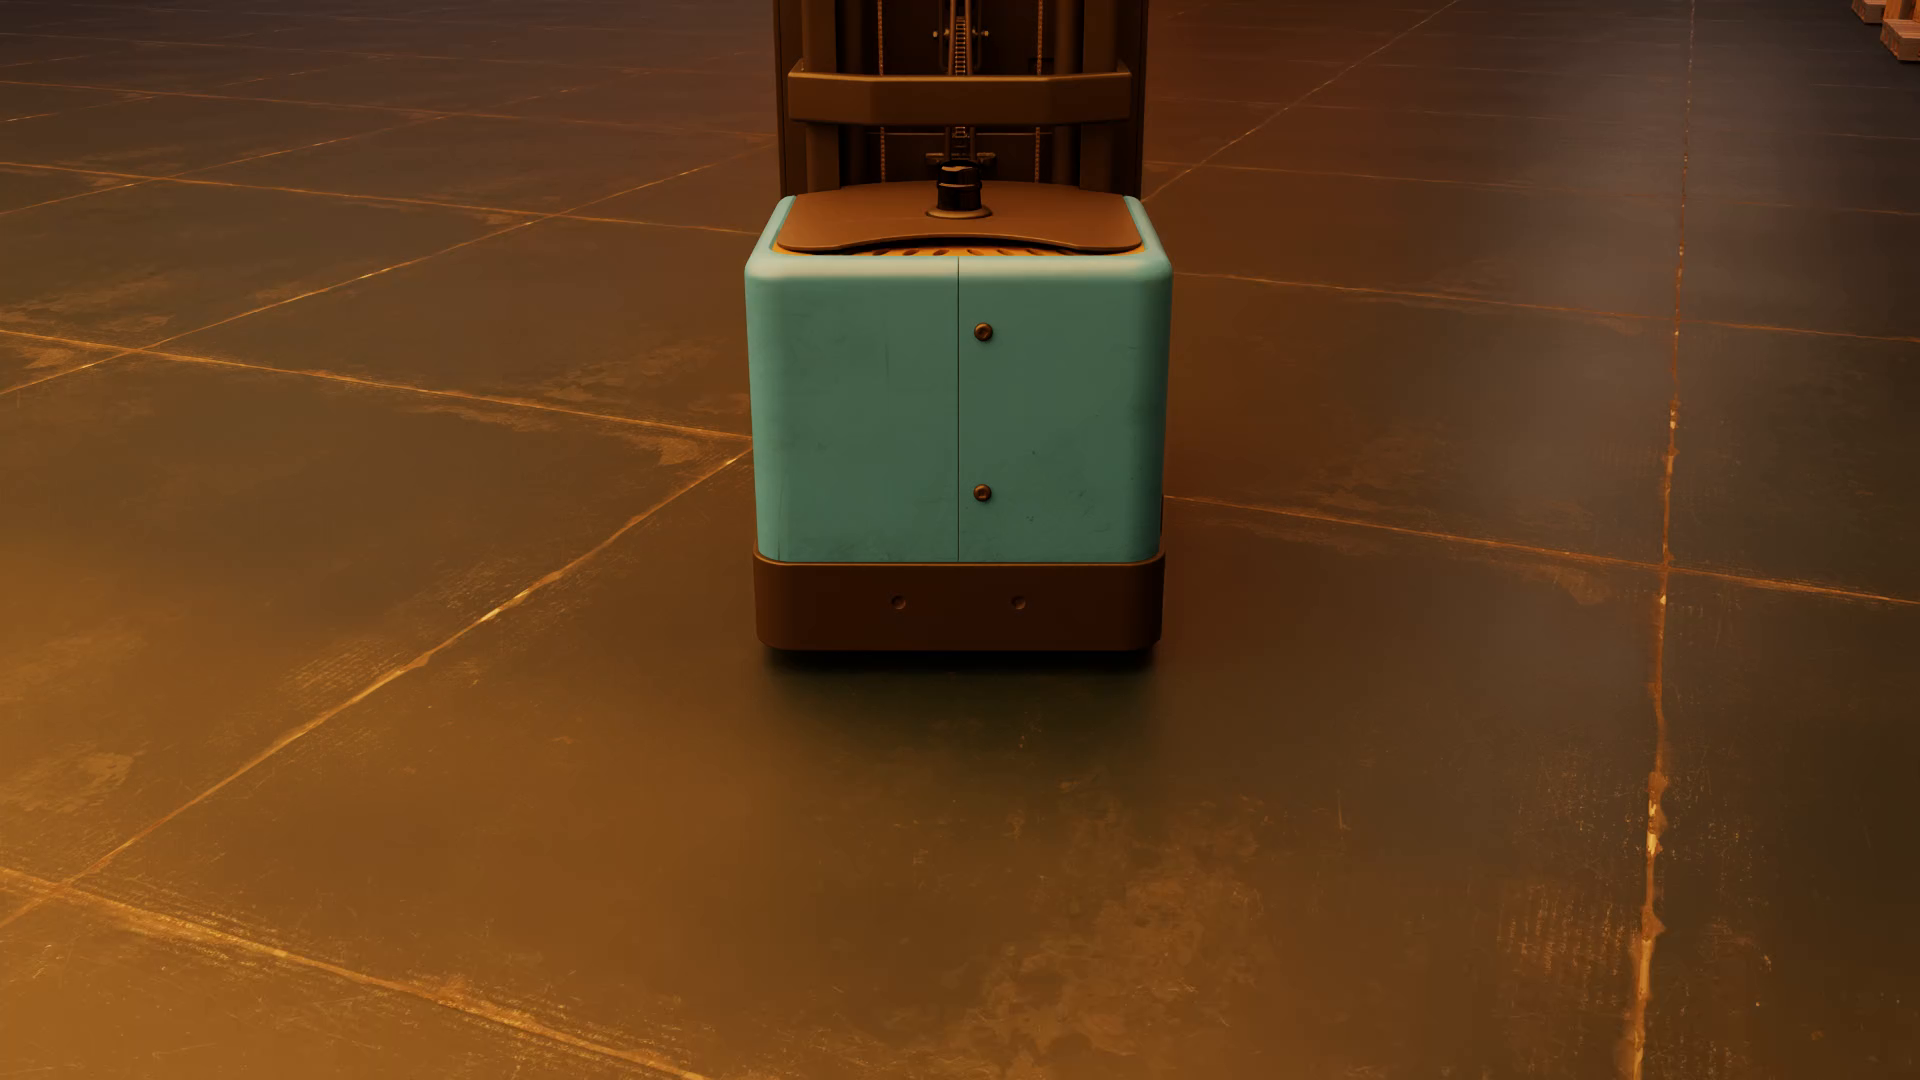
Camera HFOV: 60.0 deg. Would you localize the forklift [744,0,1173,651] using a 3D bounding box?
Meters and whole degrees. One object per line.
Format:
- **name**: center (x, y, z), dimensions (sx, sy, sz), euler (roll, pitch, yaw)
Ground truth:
- **forklift**: center (0.002, -1.587, 5.089), dimensions (1.130, 2.935, 3.031), euler (0, 23, 0)
